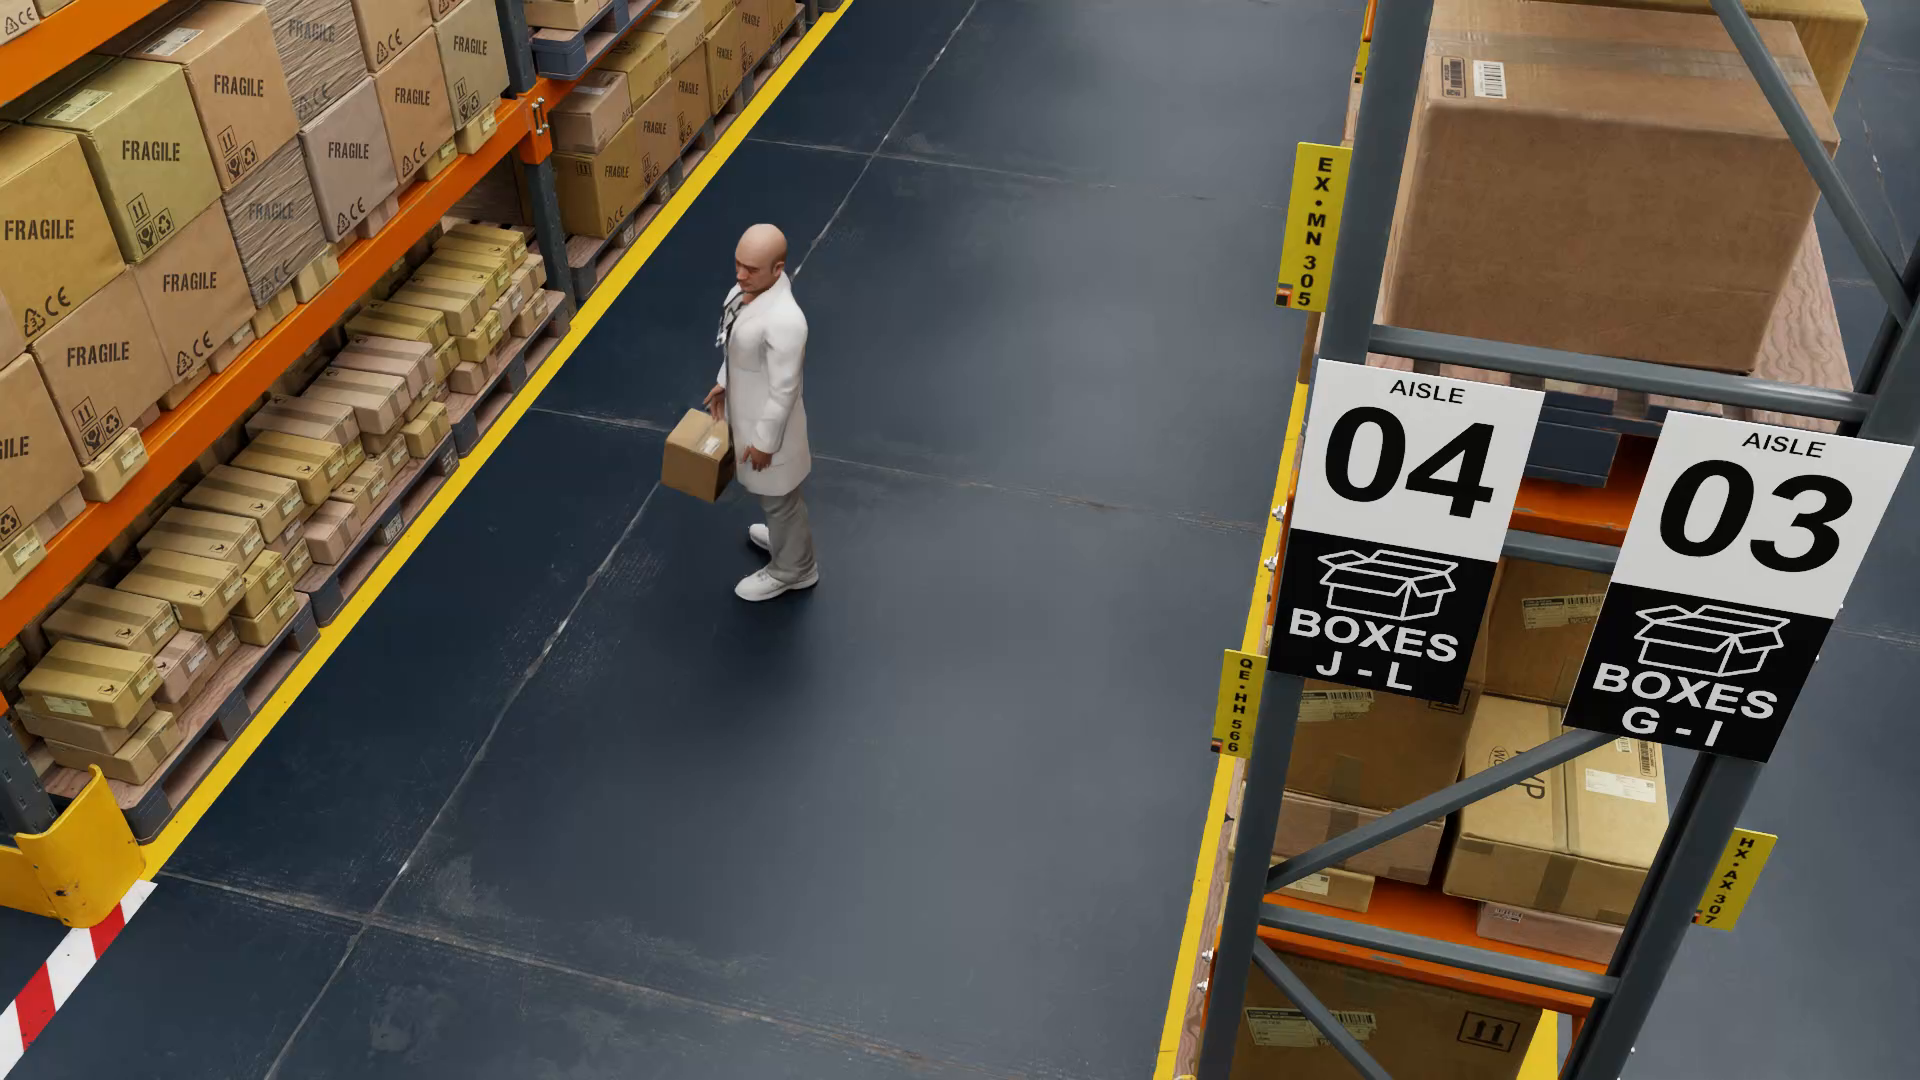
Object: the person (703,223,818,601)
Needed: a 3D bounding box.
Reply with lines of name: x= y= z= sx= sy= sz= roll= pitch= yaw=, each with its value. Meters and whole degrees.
person: x=-0.819 y=-0.510 z=6.742 sx=0.404 sy=1.785 sz=0.671 roll=-10 pitch=41 yaw=-11
